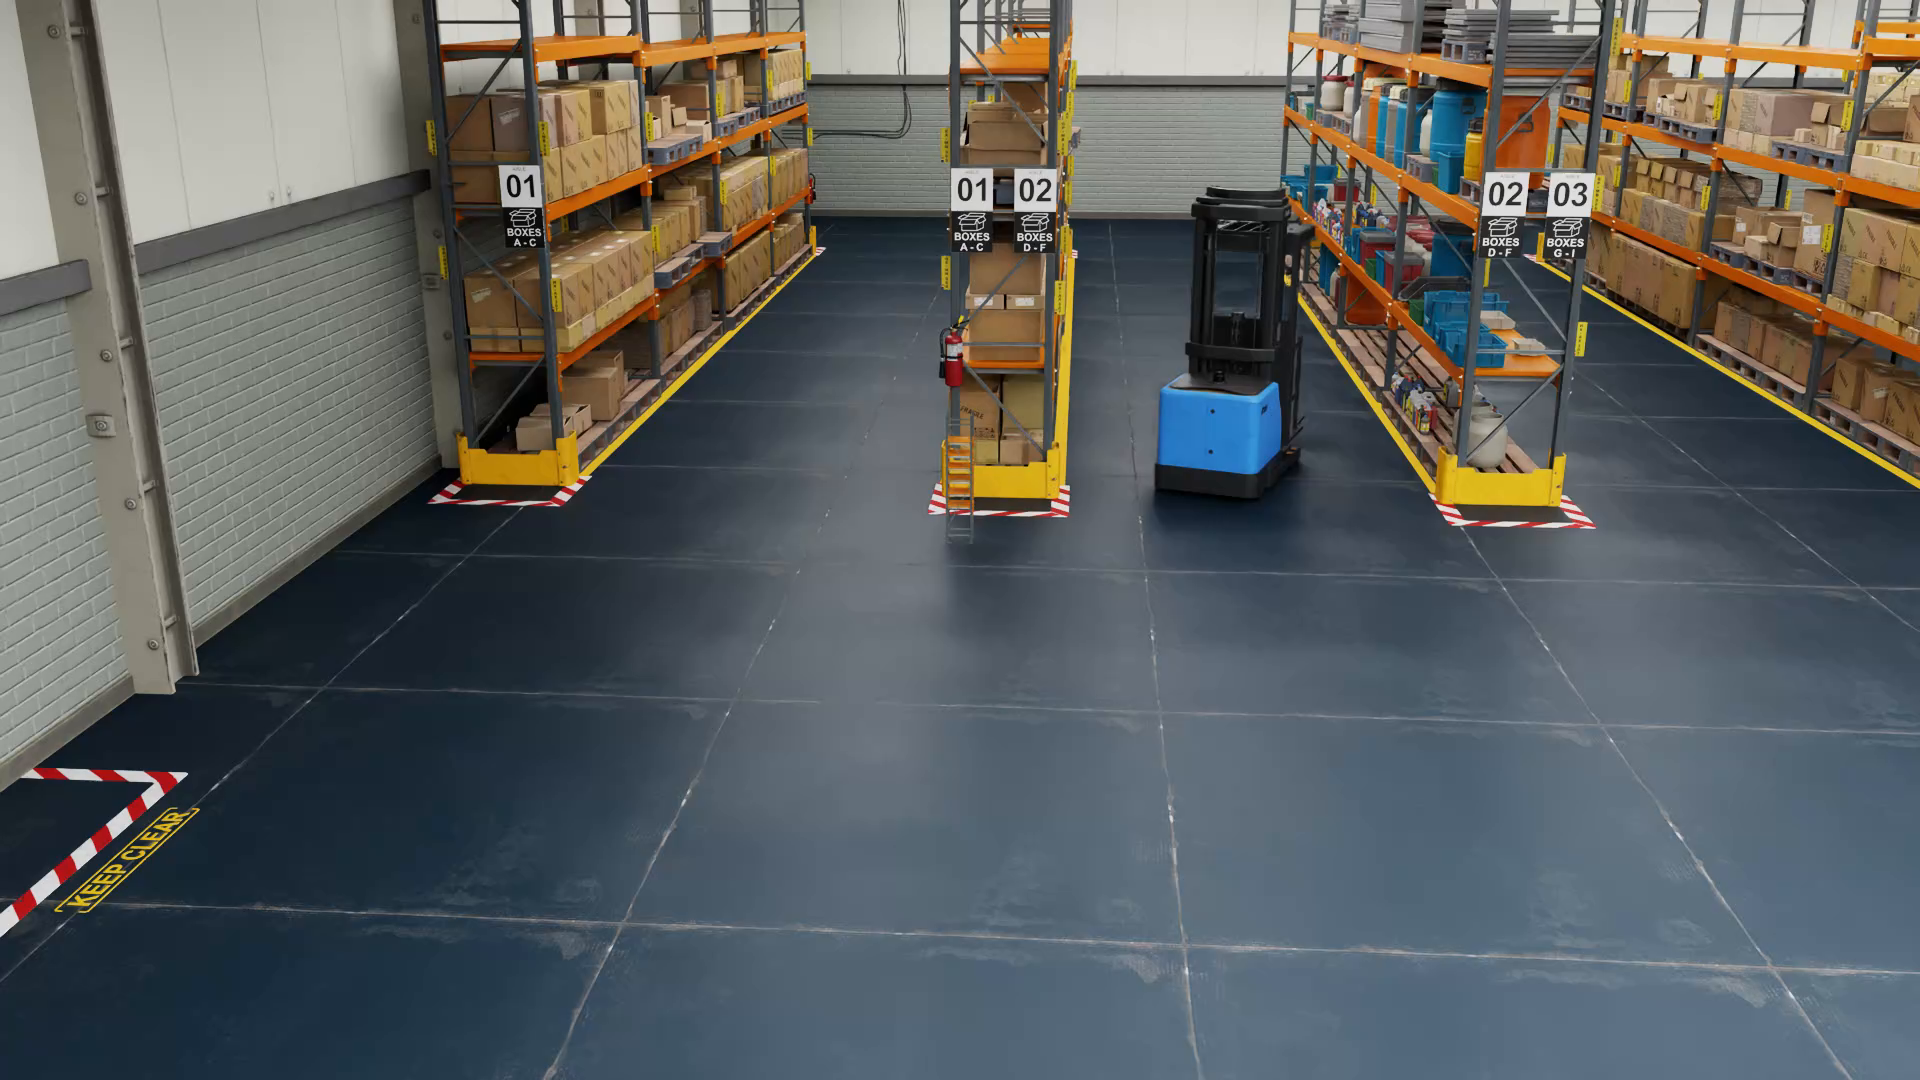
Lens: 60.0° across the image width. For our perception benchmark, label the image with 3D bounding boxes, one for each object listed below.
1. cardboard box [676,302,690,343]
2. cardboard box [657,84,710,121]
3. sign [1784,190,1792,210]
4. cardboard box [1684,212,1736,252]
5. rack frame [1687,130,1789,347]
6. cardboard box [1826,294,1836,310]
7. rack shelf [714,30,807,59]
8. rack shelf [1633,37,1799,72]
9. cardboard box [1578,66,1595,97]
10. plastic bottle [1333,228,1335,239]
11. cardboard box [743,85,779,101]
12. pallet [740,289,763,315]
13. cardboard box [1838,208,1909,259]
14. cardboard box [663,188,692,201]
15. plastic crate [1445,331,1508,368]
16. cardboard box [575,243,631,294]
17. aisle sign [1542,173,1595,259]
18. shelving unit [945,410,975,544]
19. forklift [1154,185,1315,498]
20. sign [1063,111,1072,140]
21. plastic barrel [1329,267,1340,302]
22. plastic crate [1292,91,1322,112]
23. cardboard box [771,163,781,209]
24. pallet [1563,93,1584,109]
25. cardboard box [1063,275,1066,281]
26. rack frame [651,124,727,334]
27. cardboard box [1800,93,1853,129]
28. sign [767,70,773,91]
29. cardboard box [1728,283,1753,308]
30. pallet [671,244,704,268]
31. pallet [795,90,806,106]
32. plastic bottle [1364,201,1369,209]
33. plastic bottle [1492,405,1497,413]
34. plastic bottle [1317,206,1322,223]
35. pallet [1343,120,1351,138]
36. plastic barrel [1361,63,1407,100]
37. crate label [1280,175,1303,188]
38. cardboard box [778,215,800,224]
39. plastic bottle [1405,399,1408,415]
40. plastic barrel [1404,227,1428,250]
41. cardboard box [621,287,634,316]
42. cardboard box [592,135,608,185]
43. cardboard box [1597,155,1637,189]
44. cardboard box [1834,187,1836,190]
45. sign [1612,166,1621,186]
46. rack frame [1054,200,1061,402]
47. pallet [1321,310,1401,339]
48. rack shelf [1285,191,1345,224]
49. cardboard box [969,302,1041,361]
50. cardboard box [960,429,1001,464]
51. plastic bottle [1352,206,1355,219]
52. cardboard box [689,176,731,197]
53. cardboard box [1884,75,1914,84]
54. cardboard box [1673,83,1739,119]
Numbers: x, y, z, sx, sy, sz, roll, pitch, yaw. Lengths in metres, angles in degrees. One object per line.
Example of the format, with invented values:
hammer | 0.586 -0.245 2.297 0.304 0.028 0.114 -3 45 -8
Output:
cardboard box | -4.116 -2.983 22.845 0.700 0.500 0.500 1 18 4
cardboard box | -3.979 -6.330 24.067 0.700 0.500 0.500 0 18 0
sign | 11.408 -4.671 22.955 0.100 0.325 0.005 1 18 4
cardboard box | 10.654 -4.374 23.620 0.500 0.500 0.500 2 18 6
rack frame | 10.866 -4.168 23.151 1.000 3.000 0.127 1 18 4
cardboard box | 10.264 -2.746 19.216 0.380 0.149 0.250 1 18 4
rack shelf | -3.526 -8.682 29.091 1.077 0.370 4.000 1 18 4
rack shelf | 11.009 -7.108 24.287 1.077 0.370 4.000 1 18 4
cardboard box | 11.295 -8.037 29.149 0.700 0.500 0.500 1 18 2
plastic bottle | 5.607 -4.577 24.720 0.097 0.201 0.097 0 18 0
cardboard box | -3.357 -7.552 28.067 0.500 0.250 0.500 1 18 4
pallet | -3.734 -3.795 26.493 1.003 0.211 1.213 1 18 4
cardboard box | 10.293 -3.455 18.733 0.500 0.500 0.500 1 18 4
cardboard box | -3.959 -4.856 23.344 0.380 0.149 0.250 -2 18 -5
plastic crate | 5.089 -1.885 16.424 0.499 0.251 0.616 1 18 4
cardboard box | -4.045 -3.086 18.857 0.500 0.500 0.500 1 18 2
aisle sign | 5.639 -3.000 15.413 0.394 0.787 0.004 1 18 4
shelving unit | -0.001 -0.566 15.049 0.258 1.200 0.189 1 18 4
forklift | 3.002 -2.218 17.313 1.130 2.935 3.031 8 20 22
sign | 1.252 -4.844 19.442 0.100 0.325 0.005 1 18 4
plastic barrel | 5.976 -3.976 25.887 0.421 0.512 0.421 0 18 0
plastic crate | 6.115 -7.690 29.185 0.504 0.338 0.767 1 18 4
cardboard box | -3.614 -6.052 28.421 0.980 0.700 0.700 2 18 5
pallet | 11.396 -7.805 29.577 1.003 0.211 1.213 1 18 4
cardboard box | 1.335 -3.709 25.059 0.500 0.500 0.500 1 18 2
rack frame | -3.956 -4.499 24.164 1.000 3.000 0.127 1 18 4
cardboard box | 11.004 -5.411 21.167 0.500 0.500 0.500 2 18 5
sign | -3.127 -7.553 27.331 0.100 0.325 0.005 1 18 4
cardboard box | 10.848 -3.336 22.718 0.500 0.250 0.500 2 18 6
pallet | -4.057 -3.792 22.315 1.003 0.211 1.213 1 18 4
pallet | -3.425 -8.137 30.589 1.003 0.211 1.213 1 18 4
plastic bottle | 6.473 -5.204 26.394 0.144 0.351 0.185 1 18 4
plastic bottle | 5.827 -1.338 18.171 0.061 0.283 0.133 2 18 5
plastic bottle | 5.737 -5.175 26.433 0.097 0.271 0.097 0 18 0
pallet | 6.078 -5.849 23.769 1.003 0.211 1.213 1 18 4
plastic barrel | 5.969 -6.283 23.427 0.600 0.830 0.708 1 18 4
crate label | 6.153 -6.642 30.877 0.416 0.233 0.303 1 18 4
cardboard box | -3.178 -5.961 30.923 0.380 0.149 0.250 2 18 5
plastic bottle | 5.110 -1.528 18.882 0.097 0.201 0.097 0 18 0
plastic barrel | 6.035 -3.876 22.083 0.421 0.512 0.421 0 18 0
cardboard box | -4.039 -2.730 18.974 0.500 0.250 0.500 1 18 4
cardboard box | -4.132 -4.090 17.903 0.500 0.500 0.500 2 18 7
cardboard box | 10.959 -6.141 27.732 0.500 0.500 0.500 1 18 4
cardboard box | 16.029 -6.297 30.055 0.380 0.149 0.250 1 18 3
sign | 10.599 -5.871 26.832 0.100 0.325 0.005 1 18 4
rack frame | 0.698 -3.147 20.038 1.000 3.000 0.127 1 18 4
pallet | 5.940 -3.199 24.673 1.003 0.211 1.213 1 18 4
rack shelf | 6.356 -5.800 29.288 1.077 0.370 4.000 1 18 4
cardboard box | 0.458 -2.097 16.673 0.700 0.500 0.500 1 18 4
cardboard box | 0.155 -0.971 17.138 0.500 0.250 0.500 1 18 4
plastic bottle | 6.381 -5.293 26.906 0.097 0.201 0.097 0 18 0
cardboard box | -3.664 -5.198 24.422 0.500 0.250 0.500 2 18 5
cardboard box | 16.069 -7.876 28.451 0.380 0.149 0.250 2 18 5
cardboard box | 10.991 -6.477 24.541 0.797 0.503 0.637 1 18 3
